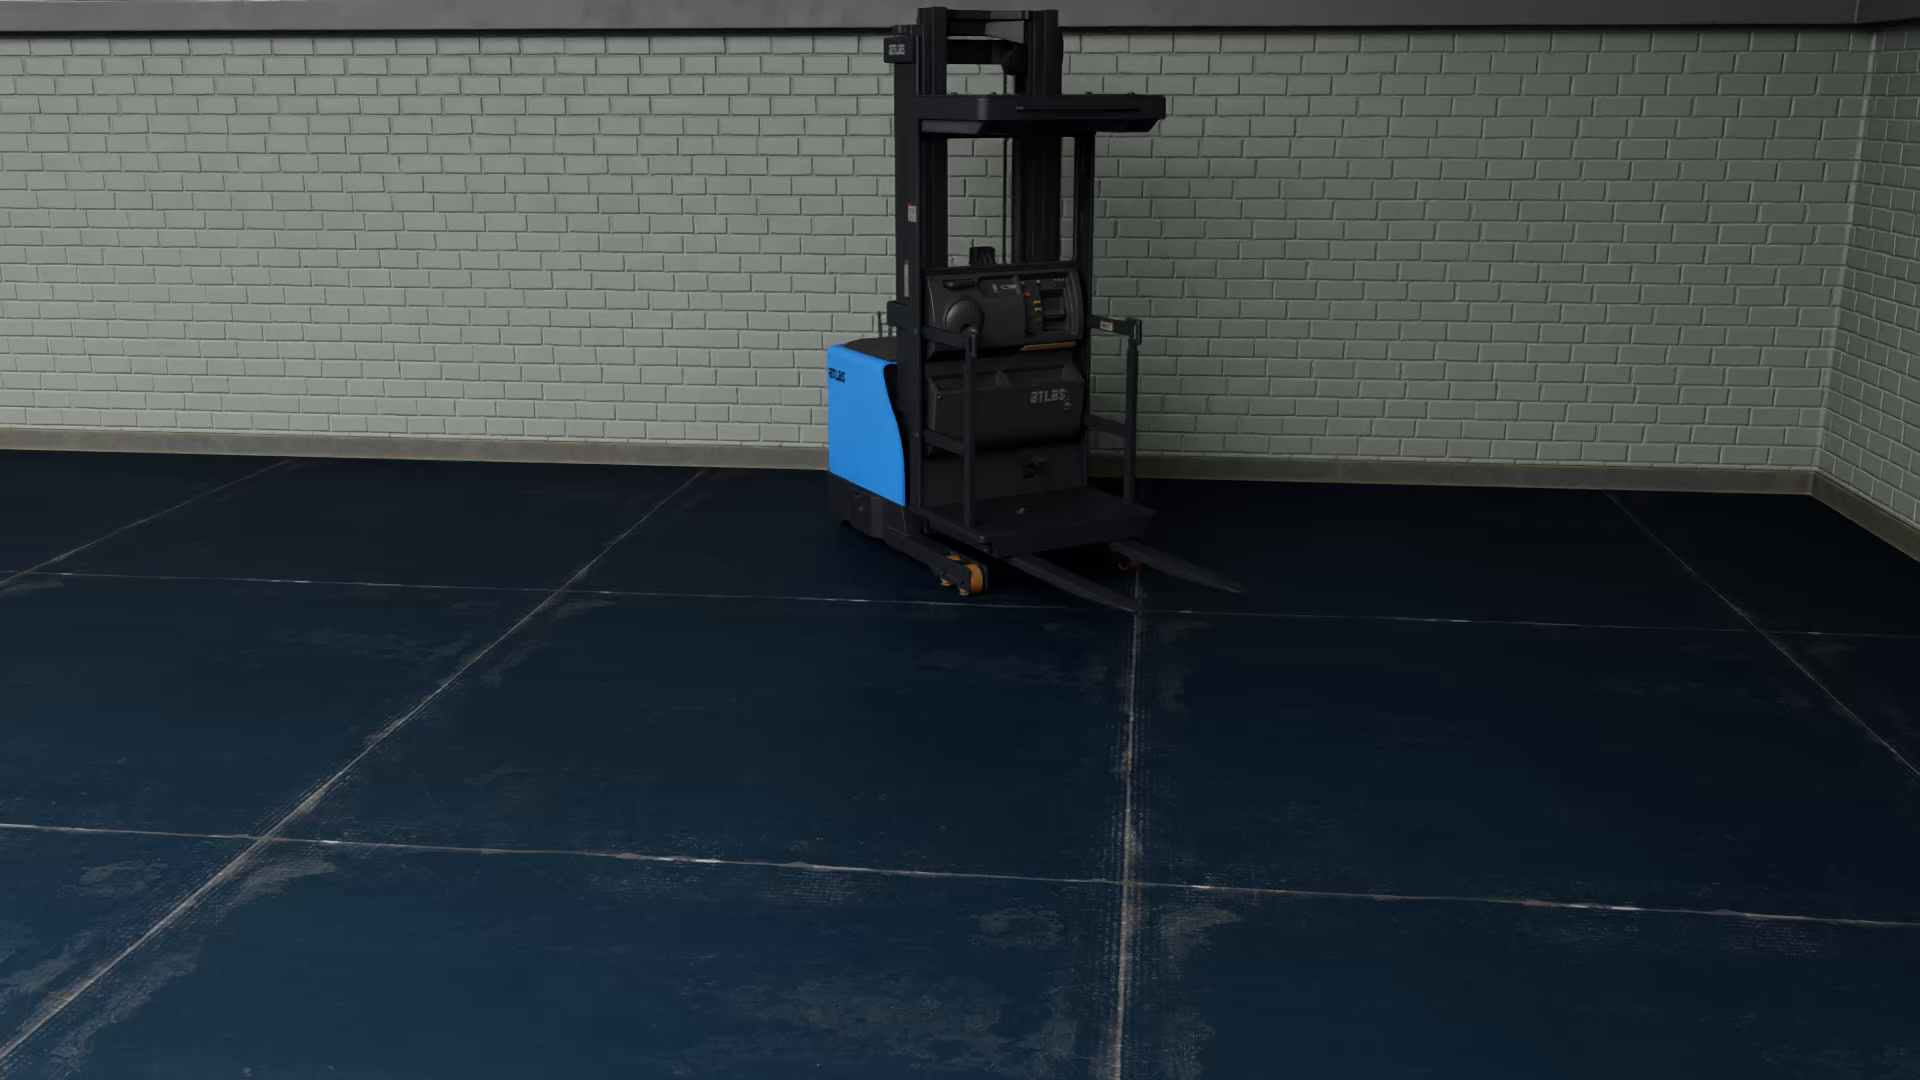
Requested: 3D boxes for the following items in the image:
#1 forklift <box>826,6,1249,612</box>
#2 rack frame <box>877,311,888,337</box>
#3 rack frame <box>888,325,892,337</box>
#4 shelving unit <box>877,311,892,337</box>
[{"bbox_3d":[0.352,-1.261,8.712,1.130,2.935,3.031,-8,17,-28],"label":"forklift"},{"bbox_3d":[-0.368,-0.856,10.562,0.240,1.200,0.006,-6,6,-21],"label":"rack frame"},{"bbox_3d":[-0.300,-0.844,10.393,0.240,1.200,0.006,-6,6,-21],"label":"rack frame"},{"bbox_3d":[-0.334,-0.850,10.477,0.258,1.200,0.189,-6,6,-21],"label":"shelving unit"}]
